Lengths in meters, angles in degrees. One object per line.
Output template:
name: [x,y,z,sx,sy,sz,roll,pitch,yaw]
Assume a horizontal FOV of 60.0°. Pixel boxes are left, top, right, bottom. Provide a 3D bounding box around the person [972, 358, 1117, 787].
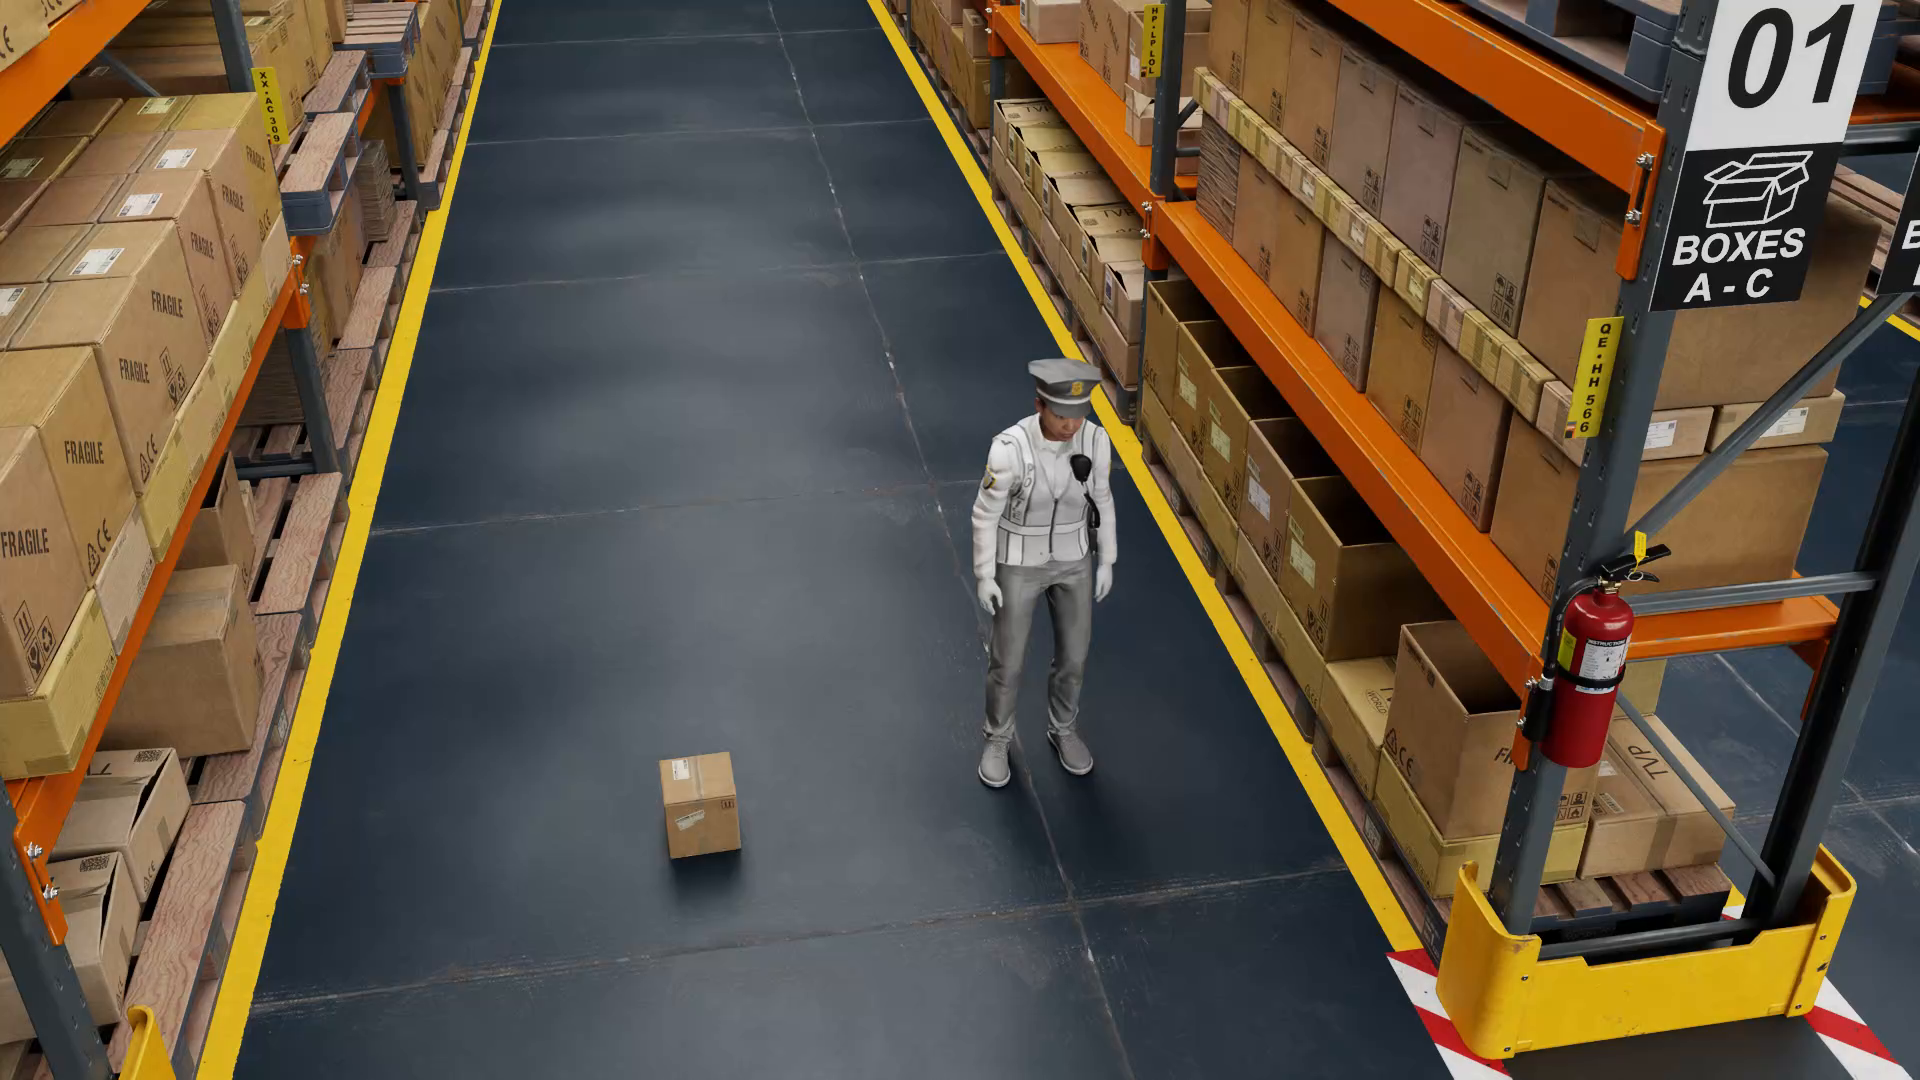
person: [0.306,0.106,5.951,0.532,1.663,0.375,-7,32,-12]
